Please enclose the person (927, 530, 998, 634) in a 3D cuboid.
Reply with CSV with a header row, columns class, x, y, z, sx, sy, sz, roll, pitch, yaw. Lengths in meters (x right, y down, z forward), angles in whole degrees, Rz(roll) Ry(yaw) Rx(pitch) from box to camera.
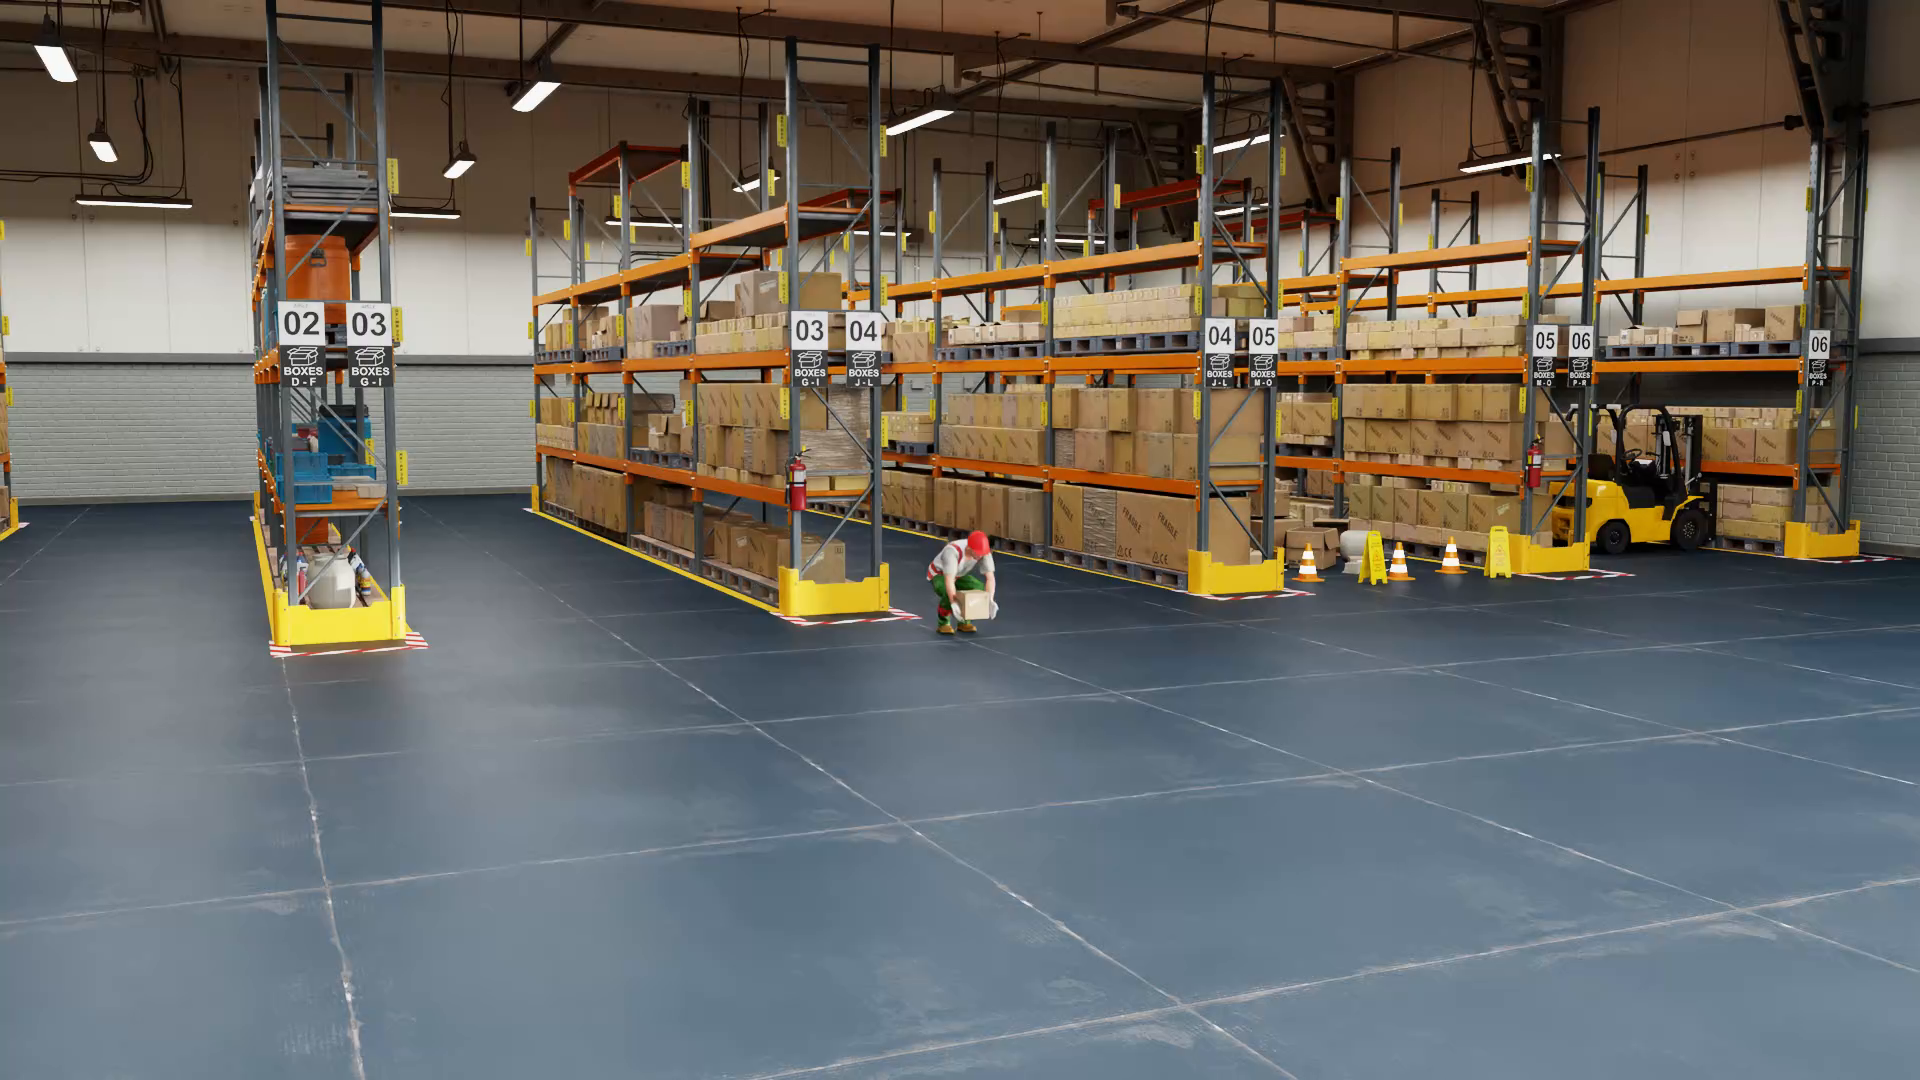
class,x,y,z,sx,sy,sz,roll,pitch,yaw
person,0.023,0.401,16.326,0.568,1.040,0.866,-2,6,-24
